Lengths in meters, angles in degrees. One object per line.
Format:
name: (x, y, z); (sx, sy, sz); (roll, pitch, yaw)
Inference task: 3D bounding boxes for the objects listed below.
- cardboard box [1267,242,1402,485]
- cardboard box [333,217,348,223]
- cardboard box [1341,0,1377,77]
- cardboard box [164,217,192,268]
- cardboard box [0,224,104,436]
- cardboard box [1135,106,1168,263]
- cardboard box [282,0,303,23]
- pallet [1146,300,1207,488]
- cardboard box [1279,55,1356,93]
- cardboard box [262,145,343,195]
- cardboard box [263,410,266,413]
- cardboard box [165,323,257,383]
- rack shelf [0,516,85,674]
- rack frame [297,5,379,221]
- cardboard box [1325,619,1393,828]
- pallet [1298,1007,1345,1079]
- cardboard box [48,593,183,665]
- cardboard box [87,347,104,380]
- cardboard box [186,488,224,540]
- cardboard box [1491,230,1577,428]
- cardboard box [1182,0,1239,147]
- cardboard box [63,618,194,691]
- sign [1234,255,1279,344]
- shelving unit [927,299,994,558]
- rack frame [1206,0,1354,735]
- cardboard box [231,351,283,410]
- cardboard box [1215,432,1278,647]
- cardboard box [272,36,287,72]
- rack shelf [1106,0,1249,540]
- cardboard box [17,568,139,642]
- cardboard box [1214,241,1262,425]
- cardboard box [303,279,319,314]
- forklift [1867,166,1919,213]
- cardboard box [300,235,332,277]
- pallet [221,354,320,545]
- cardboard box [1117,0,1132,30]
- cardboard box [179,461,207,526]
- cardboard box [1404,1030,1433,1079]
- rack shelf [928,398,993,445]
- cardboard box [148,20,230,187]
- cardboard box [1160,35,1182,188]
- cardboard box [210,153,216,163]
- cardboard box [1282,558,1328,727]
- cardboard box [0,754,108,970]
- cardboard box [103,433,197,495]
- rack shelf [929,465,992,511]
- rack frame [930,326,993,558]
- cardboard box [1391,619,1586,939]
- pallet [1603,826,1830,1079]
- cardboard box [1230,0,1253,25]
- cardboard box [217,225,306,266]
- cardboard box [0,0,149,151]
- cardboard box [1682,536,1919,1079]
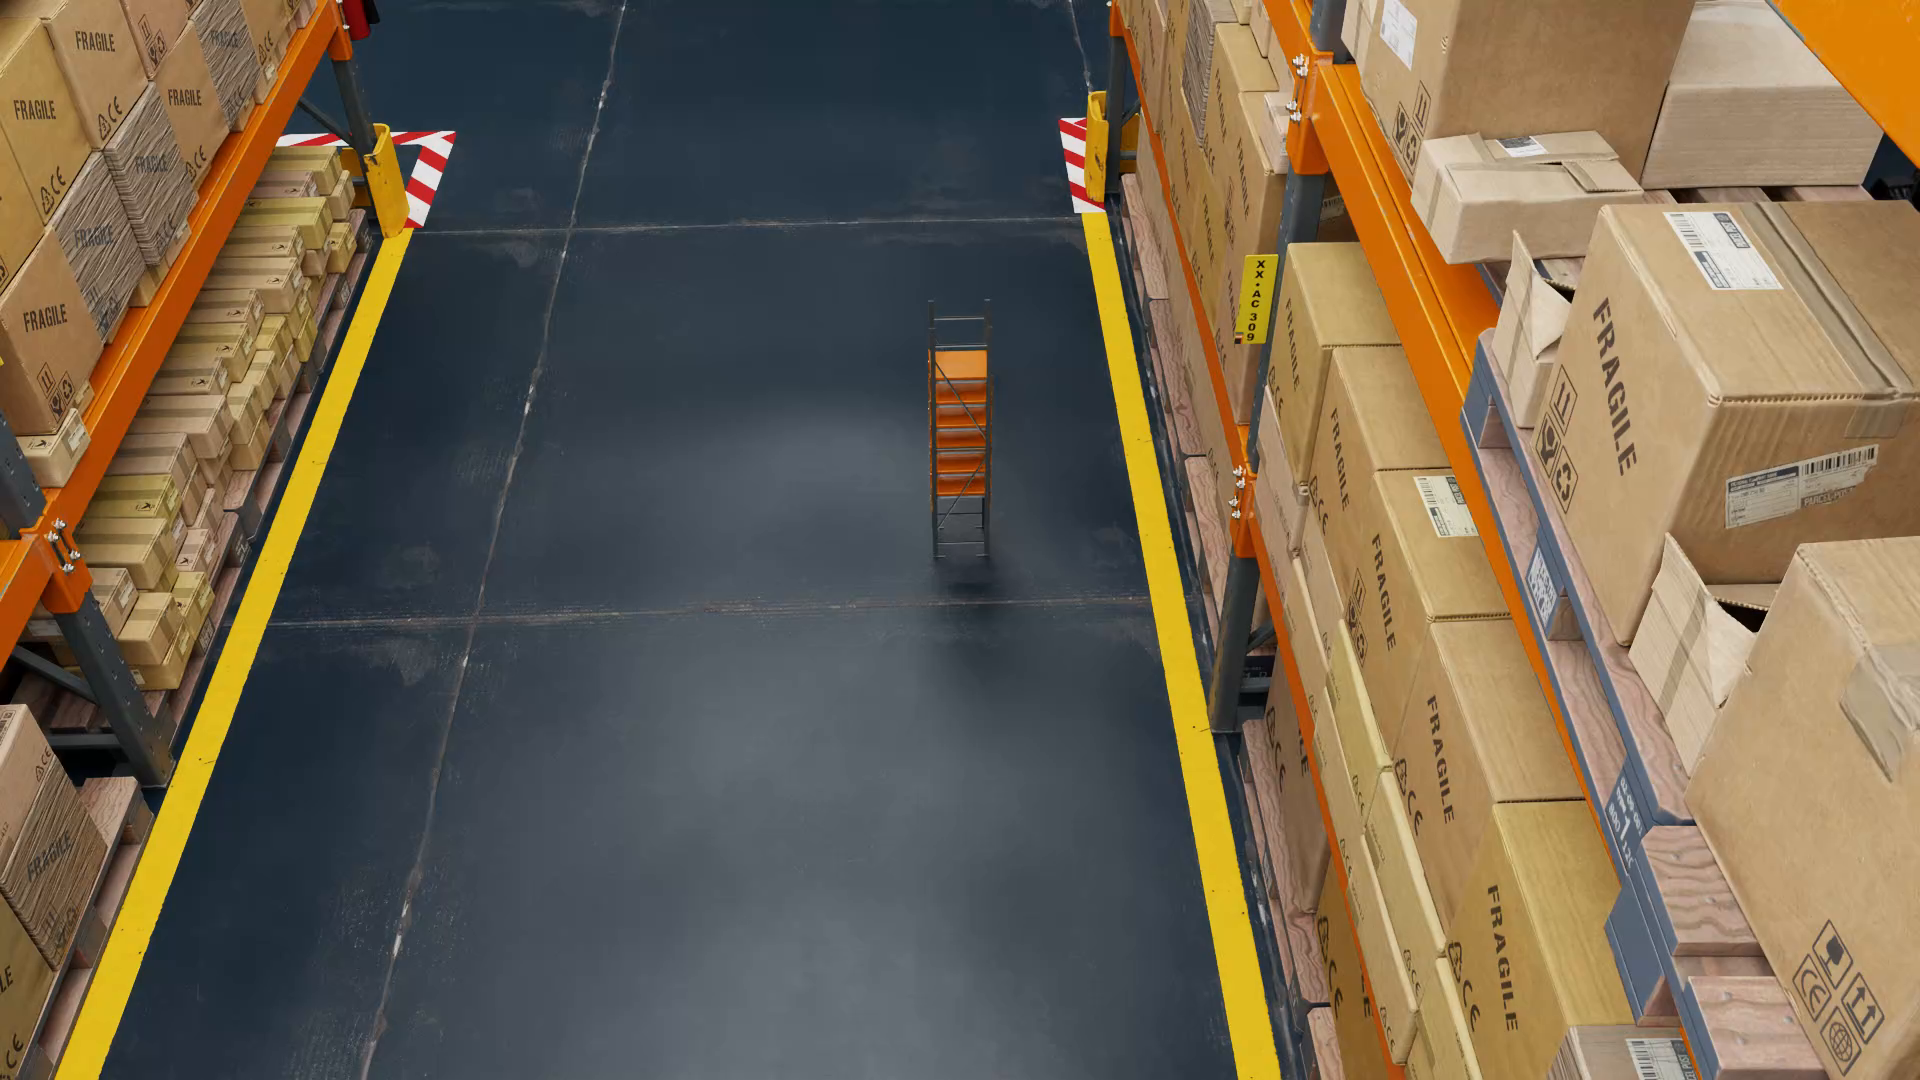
cardboard box: (1.200, -0.510, 4.772); (0.500, 0.500, 0.500); (-1, 43, -1)
cardboard box: (-3.412, -1.654, 8.634); (0.380, 0.149, 0.250); (-1, 43, -1)
cardboard box: (1.140, -1.273, 3.987); (0.396, 0.266, 0.258); (-2, 43, -2)
cardboard box: (-3.263, -1.195, 6.520); (0.380, 0.149, 0.250); (0, 43, 0)
cardboard box: (-3.242, -0.687, 5.486); (0.500, 0.500, 0.500); (-2, 43, -3)
cardboard box: (1.426, -1.878, 8.664); (0.875, 0.438, 0.875); (-3, 43, -3)
cardboard box: (-3.367, -2.750, 7.736); (0.500, 0.500, 0.500); (-1, 43, -1)
pallet: (1.459, -0.723, 7.882); (1.003, 0.211, 1.213); (-2, 43, -2)
cardboard box: (1.234, -1.434, 5.301); (0.380, 0.149, 0.250); (-1, 43, -1)
cardboard box: (-3.367, -1.873, 8.432); (0.380, 0.149, 0.250); (-1, 43, -1)
cardboard box: (-3.351, -0.608, 7.493); (0.380, 0.149, 0.250); (-1, 43, -1)
cardboard box: (-3.321, -0.817, 7.280); (0.380, 0.149, 0.250); (-1, 43, -2)
rack shelf: (-3.388, 1.416, 4.018); (1.077, 0.370, 4.000); (-2, 43, -2)
rack frame: (-3.643, -2.900, 8.194); (1.000, 3.000, 0.127); (-2, 43, -2)
cardboard box: (1.250, 0.459, 4.270); (0.500, 0.250, 0.500); (-1, 43, -1)
pallet: (1.631, 1.963, 4.953); (1.003, 0.211, 1.213); (-2, 43, -2)
cardboard box: (-3.169, 0.333, 6.246); (0.380, 0.149, 0.250); (0, 43, 0)
cardboard box: (-3.307, -0.658, 5.934); (0.380, 0.149, 0.250); (-3, 43, -4)
cardboard box: (-3.302, -0.074, 6.910); (0.380, 0.149, 0.250); (-2, 43, -3)
cardboard box: (1.196, -0.377, 3.010); (0.396, 0.266, 0.258); (2, 43, 2)
cardboard box: (1.128, -1.812, 6.193); (0.500, 0.500, 0.500); (-1, 43, -1)
cardboard box: (-3.168, 0.442, 6.347); (0.380, 0.149, 0.250); (-3, 43, -4)
sign: (0.914, -0.741, 5.139); (0.100, 0.325, 0.005); (-2, 43, -2)
shelving unit: (0.001, -0.433, 6.834); (0.258, 1.200, 0.189); (-2, 43, -2)
rack frame: (1.468, -0.410, 5.477); (1.000, 3.000, 0.127); (-2, 43, -2)
cardboard box: (-3.245, -0.706, 7.380); (0.380, 0.149, 0.250); (-1, 43, -1)
cardboard box: (1.549, -0.047, 6.667); (0.875, 0.438, 0.875); (-2, 43, -2)
cardboard box: (-3.348, -2.257, 7.679); (0.380, 0.149, 0.250); (-2, 43, -2)
rack shelf: (1.383, -1.495, 7.193); (1.077, 0.370, 4.000); (-2, 43, -2)
cardboard box: (-3.281, 0.239, 6.128); (0.380, 0.149, 0.250); (0, 43, 0)
cardboard box: (1.193, -0.752, 5.777); (0.500, 0.500, 0.500); (-1, 43, -1)
cardboard box: (-3.351, -1.136, 8.069); (0.380, 0.149, 0.250); (-1, 43, -1)
forklift: (3.596, -0.864, 6.024); (1.130, 2.935, 3.031); (-8, 43, -9)
cardboard box: (-3.311, -1.414, 8.152); (0.380, 0.149, 0.250); (-3, 43, -4)
pallet: (-3.592, -0.449, 7.584); (1.003, 0.211, 1.213); (-2, 43, -2)
cardboard box: (1.032, -2.815, 8.027); (0.500, 0.500, 0.500); (-2, 43, -2)
cardboard box: (-3.324, -0.181, 6.806); (0.380, 0.149, 0.250); (-4, 43, -4)
cardboard box: (1.315, 1.327, 3.693); (0.500, 0.250, 0.500); (-2, 43, -2)
rack shelf: (0.001, -0.488, 6.783); (0.258, 0.103, 0.180); (-2, 43, -2)
cardboard box: (-3.308, -1.723, 6.616); (0.500, 0.500, 0.500); (0, 43, 0)
cardboard box: (1.123, -1.792, 6.911); (0.500, 0.500, 0.500); (0, 43, 0)
cardboard box: (-3.380, -1.723, 7.096); (0.380, 0.149, 0.250); (-3, 43, -4)
cardboard box: (1.247, 0.300, 4.814); (0.500, 0.250, 0.500); (-3, 43, -3)
cardboard box: (-3.190, 1.060, 5.413); (0.500, 0.500, 0.500); (-2, 43, -3)
cardboard box: (-3.327, -0.293, 6.709); (0.380, 0.149, 0.250); (-3, 43, -3)
rack shelf: (0.001, -0.223, 7.026); (0.258, 0.103, 0.180); (-2, 43, -2)
rack frame: (0.005, -0.371, 6.767); (0.240, 1.200, 0.006); (-2, 43, -2)
cardboard box: (1.296, 0.520, 3.648); (0.500, 0.500, 0.500); (-2, 43, -2)
pallet: (1.558, 0.821, 2.054); (1.213, 0.211, 1.003); (0, 43, 0)
cardboard box: (1.158, -1.941, 5.854); (0.380, 0.149, 0.250); (-2, 43, -2)
cardboard box: (-3.328, -1.354, 7.866); (0.380, 0.149, 0.250); (-3, 43, -4)
cardboard box: (-3.276, -1.717, 5.869); (0.500, 0.500, 0.500); (-1, 43, -1)
cardboard box: (1.406, 0.330, 2.065); (0.700, 0.500, 0.500); (-4, 43, -4)
